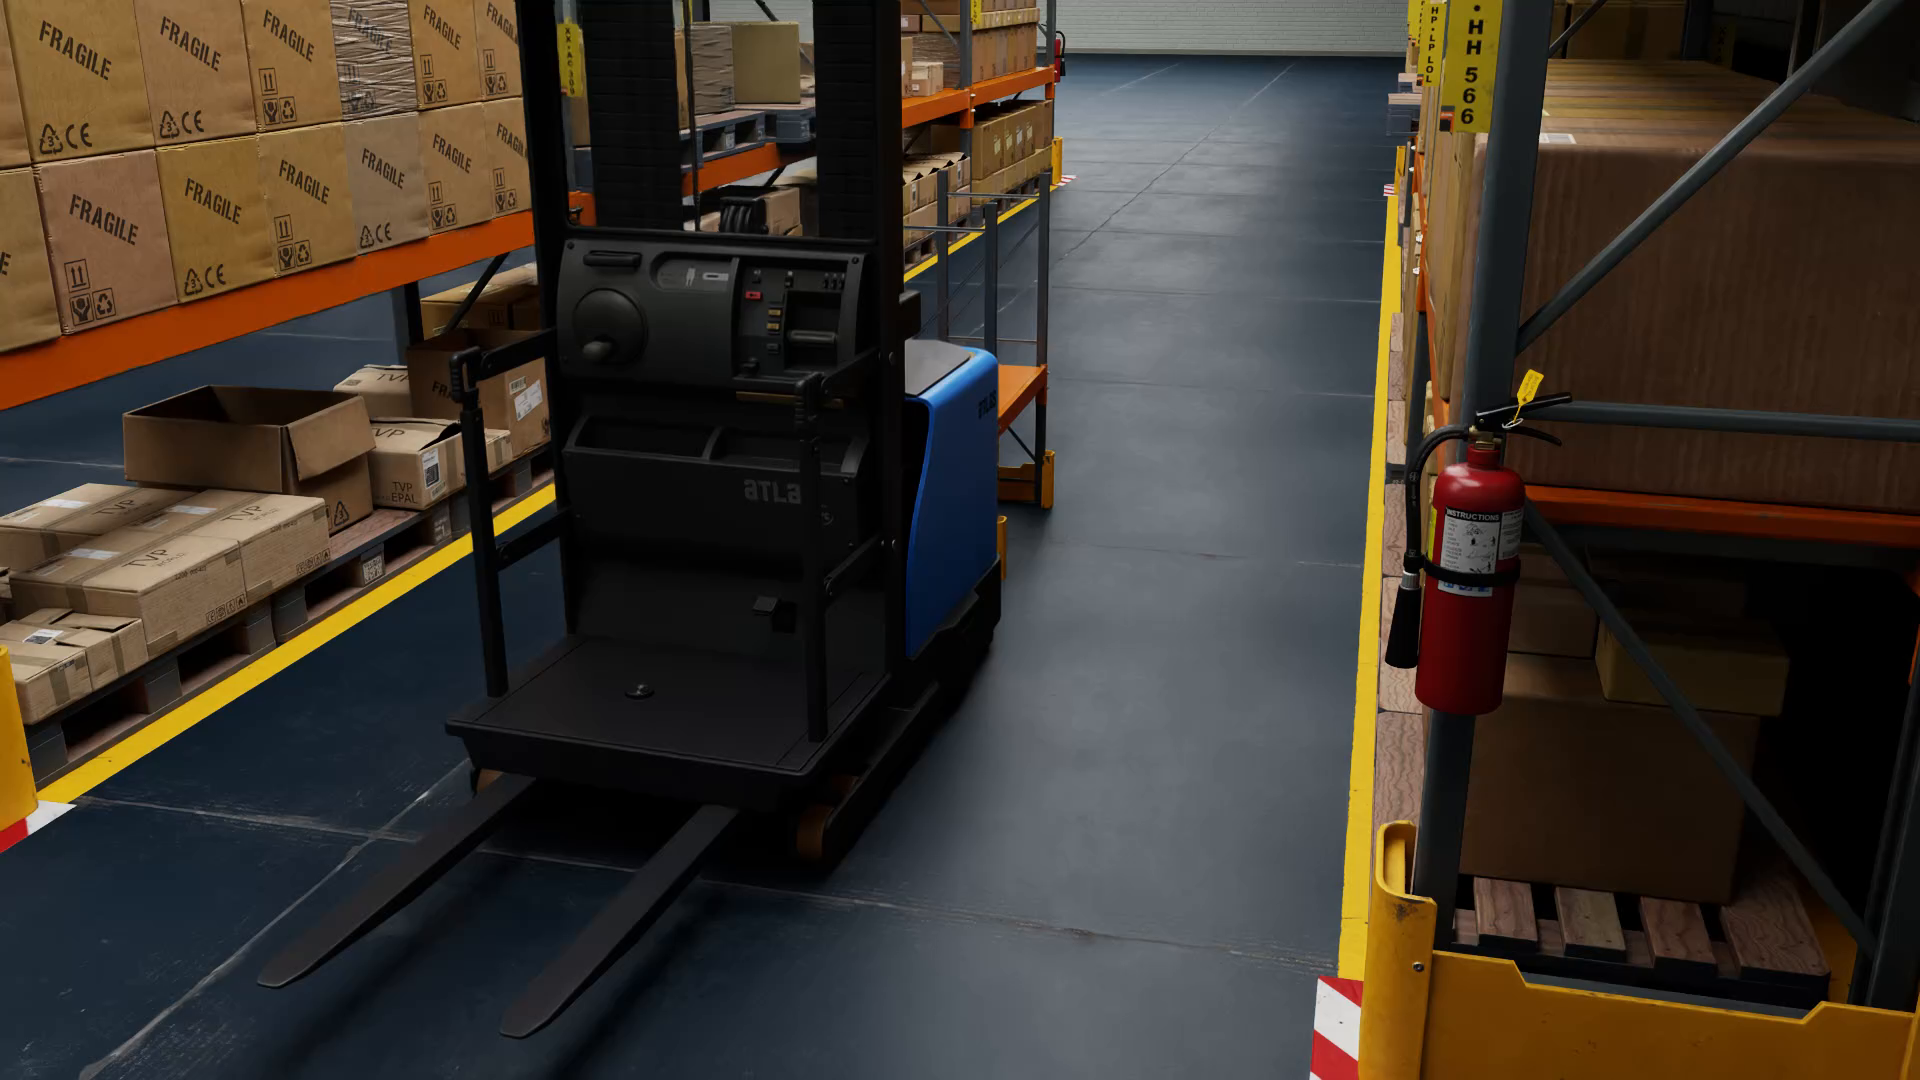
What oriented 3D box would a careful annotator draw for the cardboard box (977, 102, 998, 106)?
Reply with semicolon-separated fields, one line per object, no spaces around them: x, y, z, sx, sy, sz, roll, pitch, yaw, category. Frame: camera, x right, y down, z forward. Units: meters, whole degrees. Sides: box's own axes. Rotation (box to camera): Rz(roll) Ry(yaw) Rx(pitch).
0.123;-4.572;18.375;0.500;0.500;0.500;5;19;13;cardboard box

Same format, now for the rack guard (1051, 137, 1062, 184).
0.595;-4.451;19.446;1.175;0.500;0.348;5;19;13;rack guard

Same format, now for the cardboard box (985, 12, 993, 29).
0.114;-5.116;16.368;0.380;0.149;0.250;4;19;12;cardboard box

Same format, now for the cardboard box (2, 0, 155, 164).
-2.835;-1.415;4.988;0.500;0.500;0.500;5;19;14;cardboard box

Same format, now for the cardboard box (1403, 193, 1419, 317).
3.133;-1.690;10.172;0.750;0.750;0.750;4;19;13;cardboard box

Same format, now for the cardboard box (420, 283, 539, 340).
-2.500;-1.068;8.860;0.500;0.500;0.500;5;19;13;cardboard box

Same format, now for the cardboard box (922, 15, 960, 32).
-0.134;-4.796;15.430;0.380;0.149;0.250;5;19;13;cardboard box

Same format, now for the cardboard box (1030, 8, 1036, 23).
0.618;-5.764;18.264;0.380;0.149;0.250;5;20;15;cardboard box

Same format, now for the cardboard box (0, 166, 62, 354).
-2.956;-0.777;4.668;0.500;0.500;0.500;5;20;15;cardboard box

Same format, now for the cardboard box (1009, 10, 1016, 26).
0.366;-5.440;17.316;0.380;0.149;0.250;5;20;15;cardboard box

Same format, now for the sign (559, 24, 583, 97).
-1.814;-2.235;7.750;0.100;0.325;0.005;5;19;13;sign

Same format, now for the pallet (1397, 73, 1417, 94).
4.089;-3.664;13.571;1.003;0.211;1.213;5;19;13;pallet

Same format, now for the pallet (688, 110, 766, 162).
-1.836;-2.418;9.924;1.003;0.211;1.213;5;19;13;pallet

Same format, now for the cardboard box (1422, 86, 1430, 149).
2.694;-2.312;8.670;0.500;0.500;0.500;5;20;15;cardboard box

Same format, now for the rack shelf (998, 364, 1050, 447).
0.021;-0.566;7.082;0.538;0.185;1.000;5;19;13;rack shelf

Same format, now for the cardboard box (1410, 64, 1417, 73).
4.239;-4.094;14.733;0.500;0.250;0.500;5;19;14;cardboard box

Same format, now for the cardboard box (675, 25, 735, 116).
-1.818;-2.887;10.196;0.700;0.500;0.500;9;21;24;cardboard box

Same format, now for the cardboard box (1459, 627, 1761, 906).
1.559;0.535;4.197;0.700;0.500;0.500;5;19;13;cardboard box

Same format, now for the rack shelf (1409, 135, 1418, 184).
3.928;-3.016;12.489;1.077;0.370;4.000;5;19;13;rack shelf

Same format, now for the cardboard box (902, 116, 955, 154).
-0.353;-3.944;16.537;0.500;0.500;0.500;5;19;13;cardboard box

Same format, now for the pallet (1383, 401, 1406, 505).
2.578;-0.404;8.043;1.003;0.211;1.213;5;19;13;pallet

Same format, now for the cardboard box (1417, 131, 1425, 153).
2.917;-2.380;9.872;0.380;0.149;0.250;5;20;15;cardboard box

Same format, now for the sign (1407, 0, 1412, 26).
4.868;-5.689;17.863;0.100;0.325;0.005;5;19;13;sign

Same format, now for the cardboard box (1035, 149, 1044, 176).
0.635;-4.175;18.375;0.500;0.250;0.500;5;19;13;cardboard box

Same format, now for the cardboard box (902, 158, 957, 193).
-0.330;-3.223;14.719;0.500;0.311;0.500;5;20;15;cardboard box

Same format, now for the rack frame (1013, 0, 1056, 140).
0.590;-5.627;19.020;1.000;3.000;0.127;5;19;13;rack frame

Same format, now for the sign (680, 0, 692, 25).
-1.904;-3.710;11.617;0.100;0.325;0.005;5;19;13;sign

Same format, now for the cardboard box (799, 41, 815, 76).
-0.971;-3.694;13.206;0.500;0.500;0.500;4;19;10;cardboard box

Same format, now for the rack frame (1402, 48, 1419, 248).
4.417;-3.983;14.208;1.000;3.000;0.127;5;19;13;rack frame

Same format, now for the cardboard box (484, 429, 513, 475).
-2.240;-0.401;7.452;0.380;0.149;0.250;5;19;13;cardboard box

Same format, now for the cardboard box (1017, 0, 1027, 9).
0.327;-5.961;17.836;0.700;0.500;0.500;4;19;12;cardboard box

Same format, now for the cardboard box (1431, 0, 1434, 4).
2.948;-2.991;9.498;0.500;0.250;0.500;4;19;13;cardboard box

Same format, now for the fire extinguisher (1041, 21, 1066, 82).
1.069;-5.590;19.034;0.296;0.674;0.183;5;19;13;fire extinguisher

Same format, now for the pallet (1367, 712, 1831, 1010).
1.604;0.841;4.398;1.003;0.211;1.213;5;19;13;pallet

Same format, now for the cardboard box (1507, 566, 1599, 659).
1.414;0.174;4.253;0.380;0.149;0.250;4;19;13;cardboard box

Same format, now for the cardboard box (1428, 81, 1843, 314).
1.962;-0.991;4.985;0.980;0.700;0.700;4;19;11;cardboard box

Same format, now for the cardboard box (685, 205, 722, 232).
-1.621;-1.849;9.986;0.500;0.250;0.500;4;19;12;cardboard box

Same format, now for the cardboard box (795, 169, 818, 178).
-1.105;-2.944;13.903;0.500;0.311;0.500;5;20;15;cardboard box

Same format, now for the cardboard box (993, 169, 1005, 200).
0.147;-3.548;16.539;0.500;0.250;0.500;5;19;13;cardboard box

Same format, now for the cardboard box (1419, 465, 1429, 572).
2.054;-0.108;6.080;0.700;0.500;0.500;4;19;13;cardboard box

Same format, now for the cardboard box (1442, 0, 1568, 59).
2.328;-2.194;7.165;0.500;0.250;0.500;5;20;15;cardboard box

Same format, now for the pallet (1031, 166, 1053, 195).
0.443;-4.064;18.759;1.003;0.211;1.213;5;19;13;pallet

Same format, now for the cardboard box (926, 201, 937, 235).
-0.458;-2.799;14.345;0.500;0.250;0.500;5;20;15;cardboard box

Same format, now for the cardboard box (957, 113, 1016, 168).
0.273;-4.059;16.876;0.500;0.500;0.500;5;19;13;cardboard box

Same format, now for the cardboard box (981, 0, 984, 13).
-0.163;-5.332;15.996;0.700;0.500;0.500;5;19;13;cardboard box

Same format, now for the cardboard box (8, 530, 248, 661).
-2.790;0.177;5.603;0.500;0.250;0.500;5;19;13;cardboard box

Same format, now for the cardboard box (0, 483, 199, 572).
-3.164;-0.004;6.132;0.500;0.250;0.500;5;19;13;cardboard box

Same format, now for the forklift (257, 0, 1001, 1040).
-0.777;-0.638;4.522;1.130;2.935;3.031;6;20;16;forklift

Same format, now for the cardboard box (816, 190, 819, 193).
-0.832;-2.588;12.861;0.500;0.311;0.500;4;19;12;cardboard box

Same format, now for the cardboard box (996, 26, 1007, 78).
0.088;-5.043;17.157;0.700;0.500;0.500;5;20;15;cardboard box

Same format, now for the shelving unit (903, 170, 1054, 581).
0.019;-0.734;7.015;0.587;1.500;1.083;5;19;13;shelving unit

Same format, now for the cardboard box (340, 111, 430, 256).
-2.464;-1.413;6.529;0.500;0.500;0.500;5;20;15;cardboard box

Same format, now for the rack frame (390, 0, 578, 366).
-2.342;-1.865;8.008;1.000;3.000;0.127;5;19;13;rack frame

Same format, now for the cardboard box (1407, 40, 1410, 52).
4.723;-5.088;16.485;0.500;0.500;0.500;4;19;12;cardboard box

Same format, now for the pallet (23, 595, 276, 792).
-3.107;0.434;5.590;1.003;0.211;1.213;5;19;13;pallet

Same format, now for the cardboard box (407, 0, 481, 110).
-2.337;-2.046;6.836;0.500;0.500;0.500;4;19;12;cardboard box
